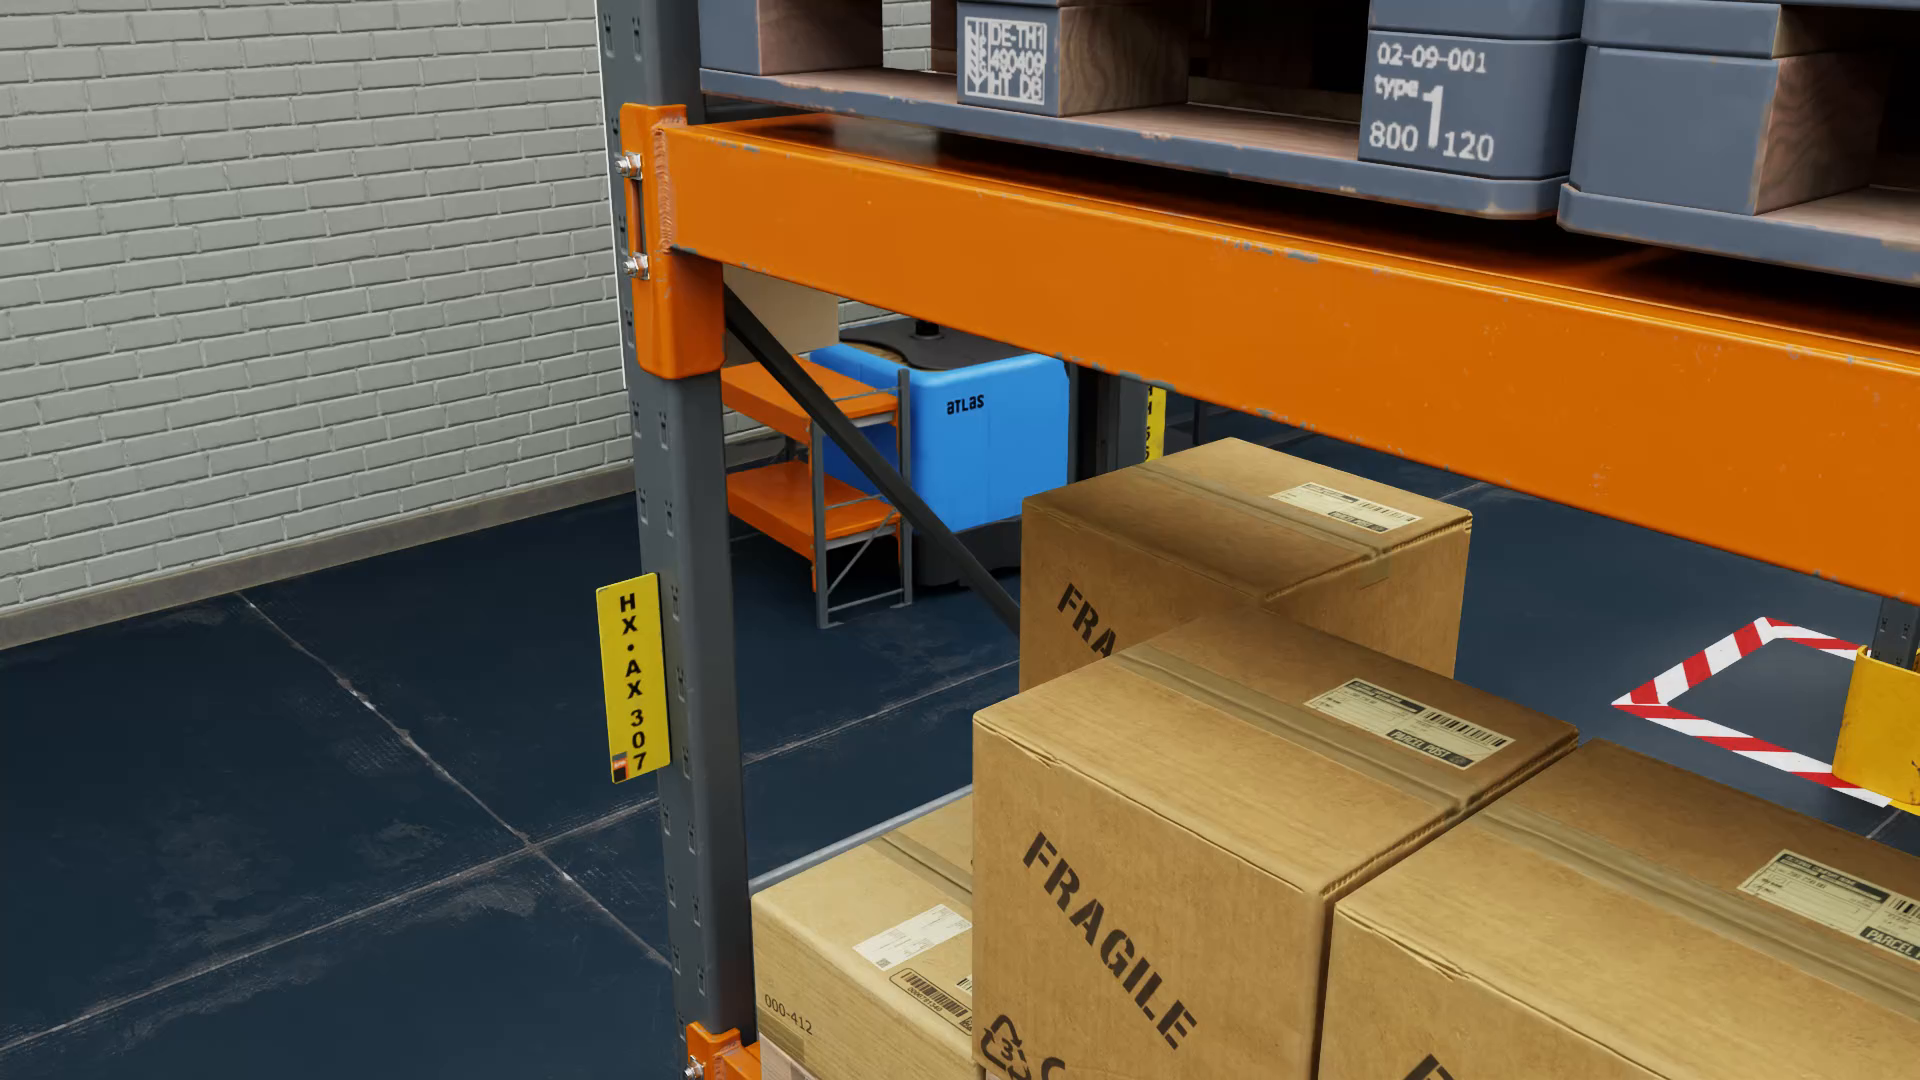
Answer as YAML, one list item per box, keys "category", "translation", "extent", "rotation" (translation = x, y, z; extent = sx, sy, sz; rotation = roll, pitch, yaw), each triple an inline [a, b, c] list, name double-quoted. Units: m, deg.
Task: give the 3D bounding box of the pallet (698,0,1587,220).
- category: "pallet"
  translation: [0.420, -0.631, 1.990]
  extent: [1.003, 0.211, 1.213]
  rotation: [-17, 27, -37]

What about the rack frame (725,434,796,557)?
- category: "rack frame"
  translation: [-1.029, -0.476, 8.158]
  extent: [0.500, 1.125, 0.032]
  rotation: [-15, 26, -33]

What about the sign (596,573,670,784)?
- category: "sign"
  translation: [-0.496, 0.213, 2.533]
  extent: [0.100, 0.325, 0.005]
  rotation: [-17, 27, -37]

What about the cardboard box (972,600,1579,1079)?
- category: "cardboard box"
  translation: [0.363, 0.439, 2.019]
  extent: [0.500, 0.500, 0.500]
  rotation: [-18, 28, -39]

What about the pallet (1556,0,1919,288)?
- category: "pallet"
  translation: [1.221, -0.294, 1.129]
  extent: [1.003, 0.211, 1.213]
  rotation: [-17, 27, -37]

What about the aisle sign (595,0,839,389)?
- category: "aisle sign"
  translation: [-0.346, -0.637, 2.433]
  extent: [0.394, 0.787, 0.004]
  rotation: [-17, 27, -37]

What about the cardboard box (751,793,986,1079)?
- category: "cardboard box"
  translation: [0.037, 0.650, 2.509]
  extent: [0.500, 0.250, 0.500]
  rotation: [-18, 28, -39]

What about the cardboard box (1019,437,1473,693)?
- category: "cardboard box"
  translation: [0.445, 0.176, 2.691]
  extent: [0.500, 0.500, 0.500]
  rotation: [-17, 27, -37]

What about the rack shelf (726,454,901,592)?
- category: "rack shelf"
  translation: [-0.731, -0.099, 7.864]
  extent: [0.538, 0.278, 1.000]
  rotation: [-15, 26, -33]

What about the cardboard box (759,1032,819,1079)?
- category: "cardboard box"
  translation: [-0.090, 0.816, 2.633]
  extent: [0.380, 0.149, 0.250]
  rotation: [-17, 27, -37]

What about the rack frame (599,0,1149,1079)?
- category: "rack frame"
  translation: [-0.069, 0.521, 3.040]
  extent: [0.949, 2.616, 0.053]
  rotation: [-17, 27, -37]

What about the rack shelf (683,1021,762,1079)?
- category: "rack shelf"
  translation: [1.234, 1.410, 1.759]
  extent: [1.077, 0.370, 4.000]
  rotation: [-17, 27, -37]

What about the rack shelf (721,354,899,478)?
- category: "rack shelf"
  translation: [-0.731, -0.599, 7.668]
  extent: [0.538, 0.278, 1.000]
  rotation: [-15, 26, -33]

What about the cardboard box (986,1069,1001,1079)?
- category: "cardboard box"
  translation: [0.381, 0.792, 2.146]
  extent: [0.500, 0.250, 0.500]
  rotation: [-18, 28, -38]

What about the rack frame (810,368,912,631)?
- category: "rack frame"
  translation: [-0.432, -0.176, 7.391]
  extent: [0.500, 1.125, 0.032]
  rotation: [-15, 26, -33]

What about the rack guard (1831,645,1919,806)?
- category: "rack guard"
  translation: [3.801, 0.554, 6.384]
  extent: [1.175, 0.500, 0.348]
  rotation: [-17, 27, -37]

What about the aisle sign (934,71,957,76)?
- category: "aisle sign"
  translation: [0.109, -0.780, 2.797]
  extent: [0.394, 0.787, 0.004]
  rotation: [-17, 27, -37]

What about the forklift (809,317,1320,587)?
- category: "forklift"
  translation: [0.725, -1.557, 8.441]
  extent: [3.031, 2.935, 1.130]
  rotation: [-16, 26, -35]

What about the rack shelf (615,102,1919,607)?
- category: "rack shelf"
  translation: [1.234, 0.013, 1.212]
  extent: [1.077, 0.370, 4.000]
  rotation: [-17, 27, -37]

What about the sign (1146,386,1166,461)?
- category: "sign"
  translation: [0.348, -0.253, 3.104]
  extent: [0.100, 0.325, 0.005]
  rotation: [-17, 27, -37]

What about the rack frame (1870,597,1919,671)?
- category: "rack frame"
  translation: [3.752, -0.631, 5.982]
  extent: [1.000, 3.000, 0.127]
  rotation: [-17, 27, -37]

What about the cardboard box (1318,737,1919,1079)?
- category: "cardboard box"
  translation: [0.706, 0.581, 1.657]
  extent: [0.500, 0.500, 0.500]
  rotation: [-18, 28, -39]

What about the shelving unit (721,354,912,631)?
- category: "shelving unit"
  translation: [-0.731, -0.326, 7.775]
  extent: [0.538, 1.125, 1.048]
  rotation: [-15, 26, -33]
